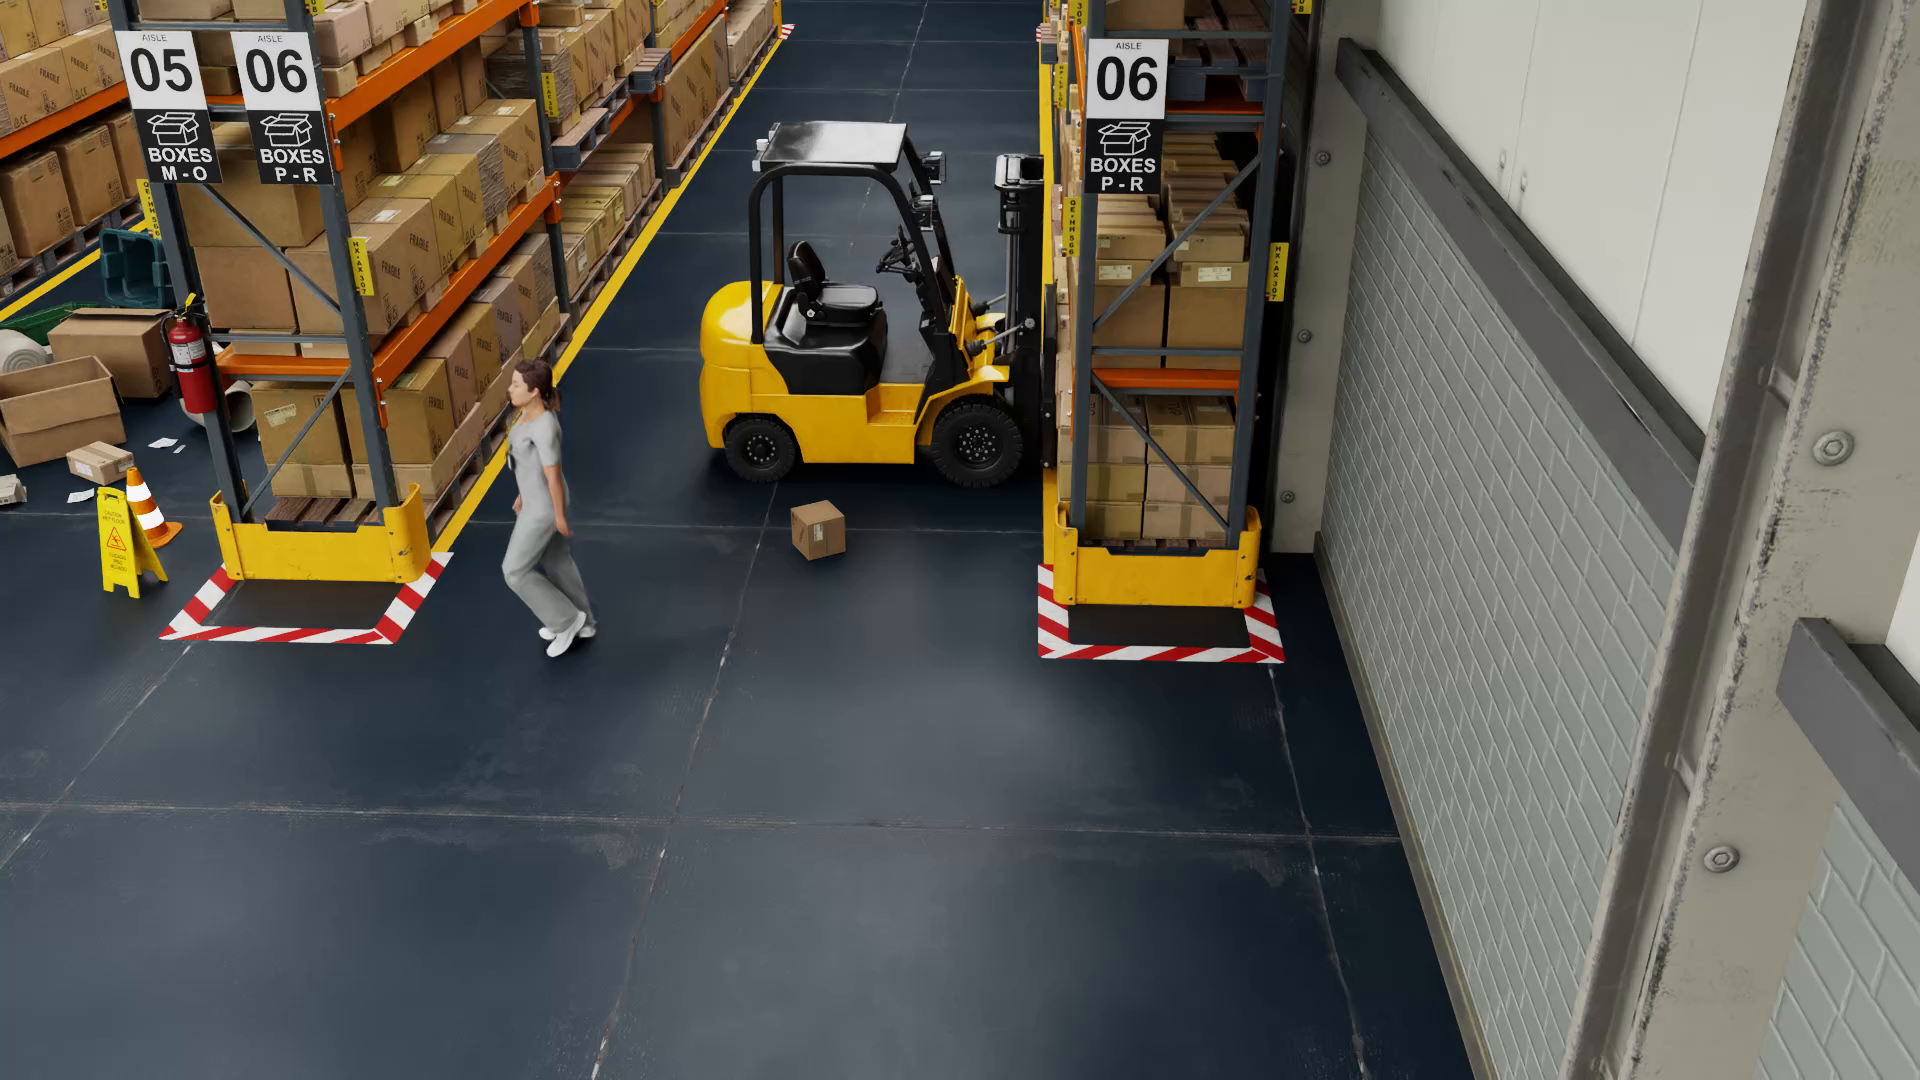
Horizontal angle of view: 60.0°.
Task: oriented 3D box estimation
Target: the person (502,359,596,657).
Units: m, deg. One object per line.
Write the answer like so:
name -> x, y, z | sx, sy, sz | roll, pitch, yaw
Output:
person -> -2.261, -0.165, 8.912 | 0.454, 1.685, 0.439 | -8, 29, -14
